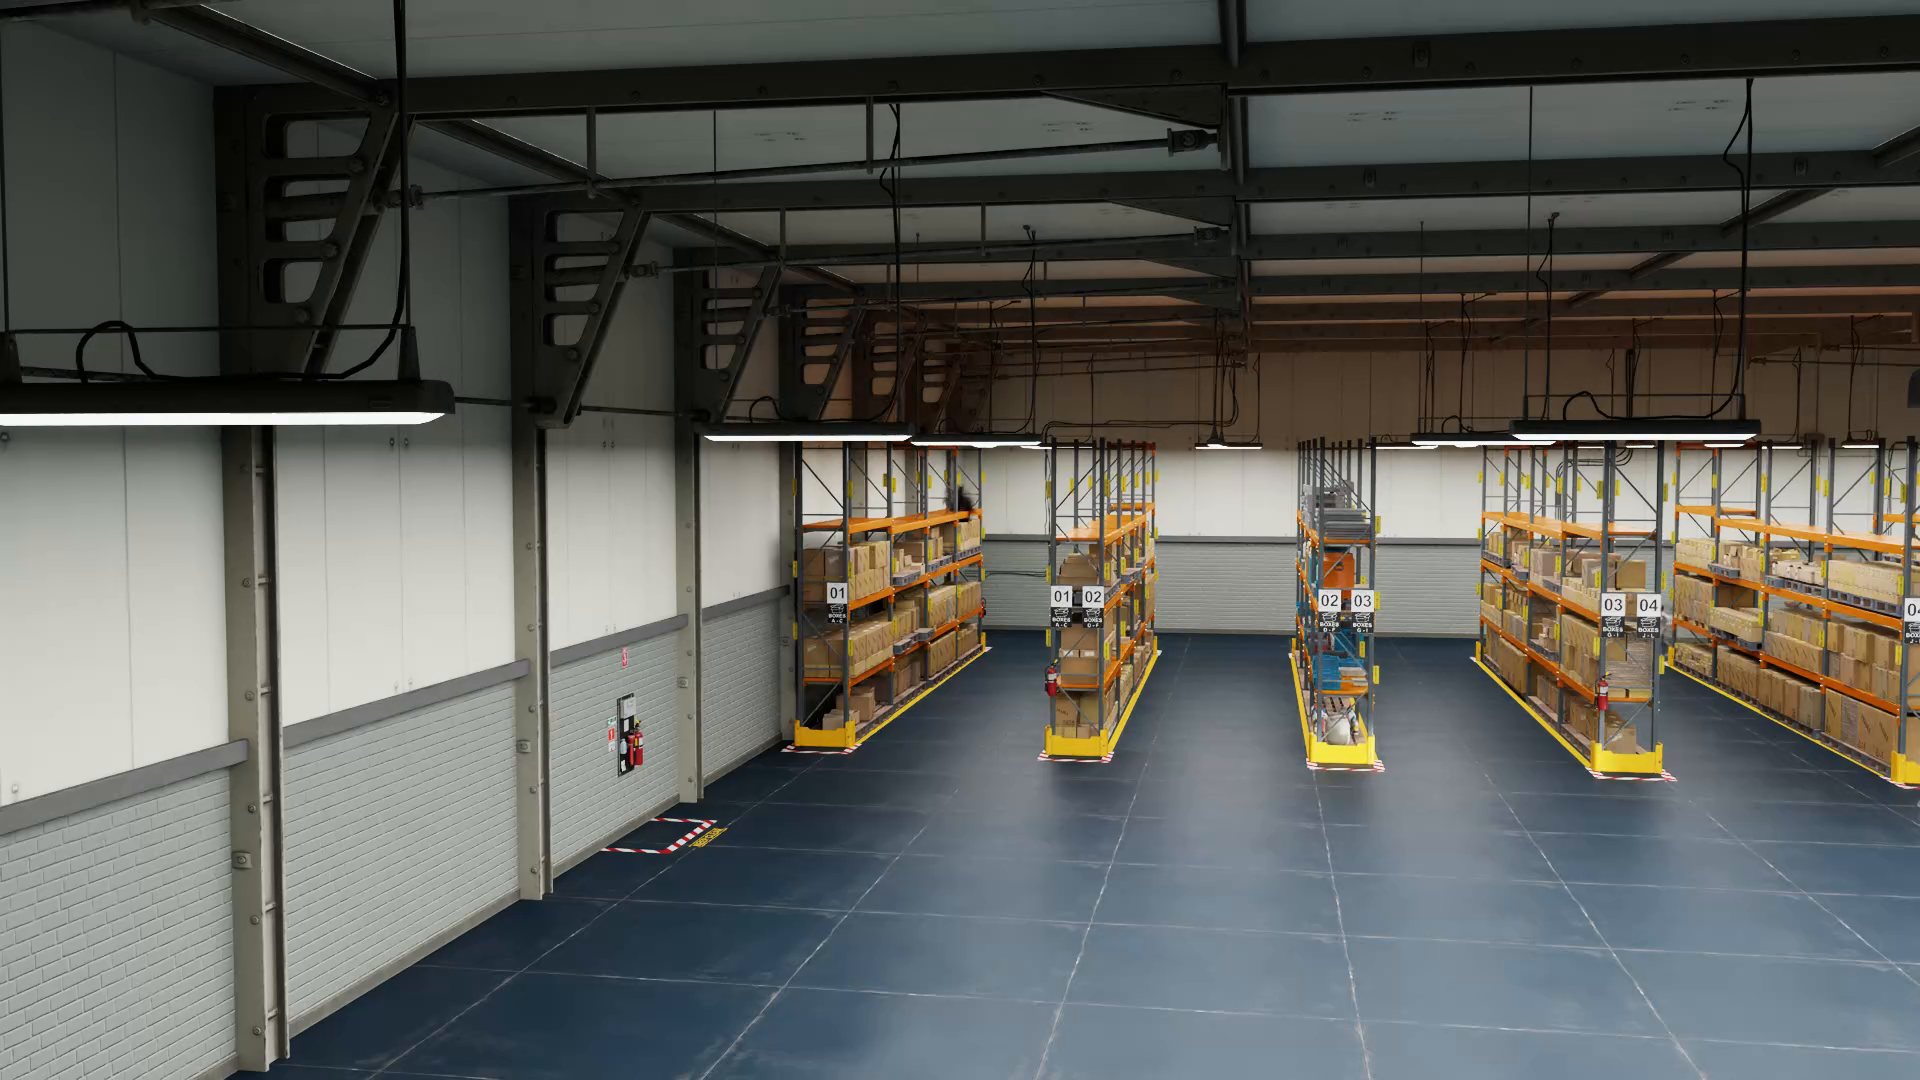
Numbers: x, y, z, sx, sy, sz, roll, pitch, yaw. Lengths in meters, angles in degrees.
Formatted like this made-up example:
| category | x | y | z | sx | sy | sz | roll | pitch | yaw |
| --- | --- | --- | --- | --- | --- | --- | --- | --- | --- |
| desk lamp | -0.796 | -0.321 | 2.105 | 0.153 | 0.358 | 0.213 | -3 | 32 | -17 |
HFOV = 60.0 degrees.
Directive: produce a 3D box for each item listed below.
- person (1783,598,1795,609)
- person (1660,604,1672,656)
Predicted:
| category | x | y | z | sx | sy | sz | roll | pitch | yaw |
| --- | --- | --- | --- | --- | --- | --- | --- | --- | --- |
| person | 22.726 | 2.432 | 45.410 | 0.921 | 1.822 | 0.702 | 1 | 3 | 17 |
| person | 19.353 | 2.526 | 45.919 | 0.811 | 1.570 | 0.659 | 0 | 3 | 7 |
